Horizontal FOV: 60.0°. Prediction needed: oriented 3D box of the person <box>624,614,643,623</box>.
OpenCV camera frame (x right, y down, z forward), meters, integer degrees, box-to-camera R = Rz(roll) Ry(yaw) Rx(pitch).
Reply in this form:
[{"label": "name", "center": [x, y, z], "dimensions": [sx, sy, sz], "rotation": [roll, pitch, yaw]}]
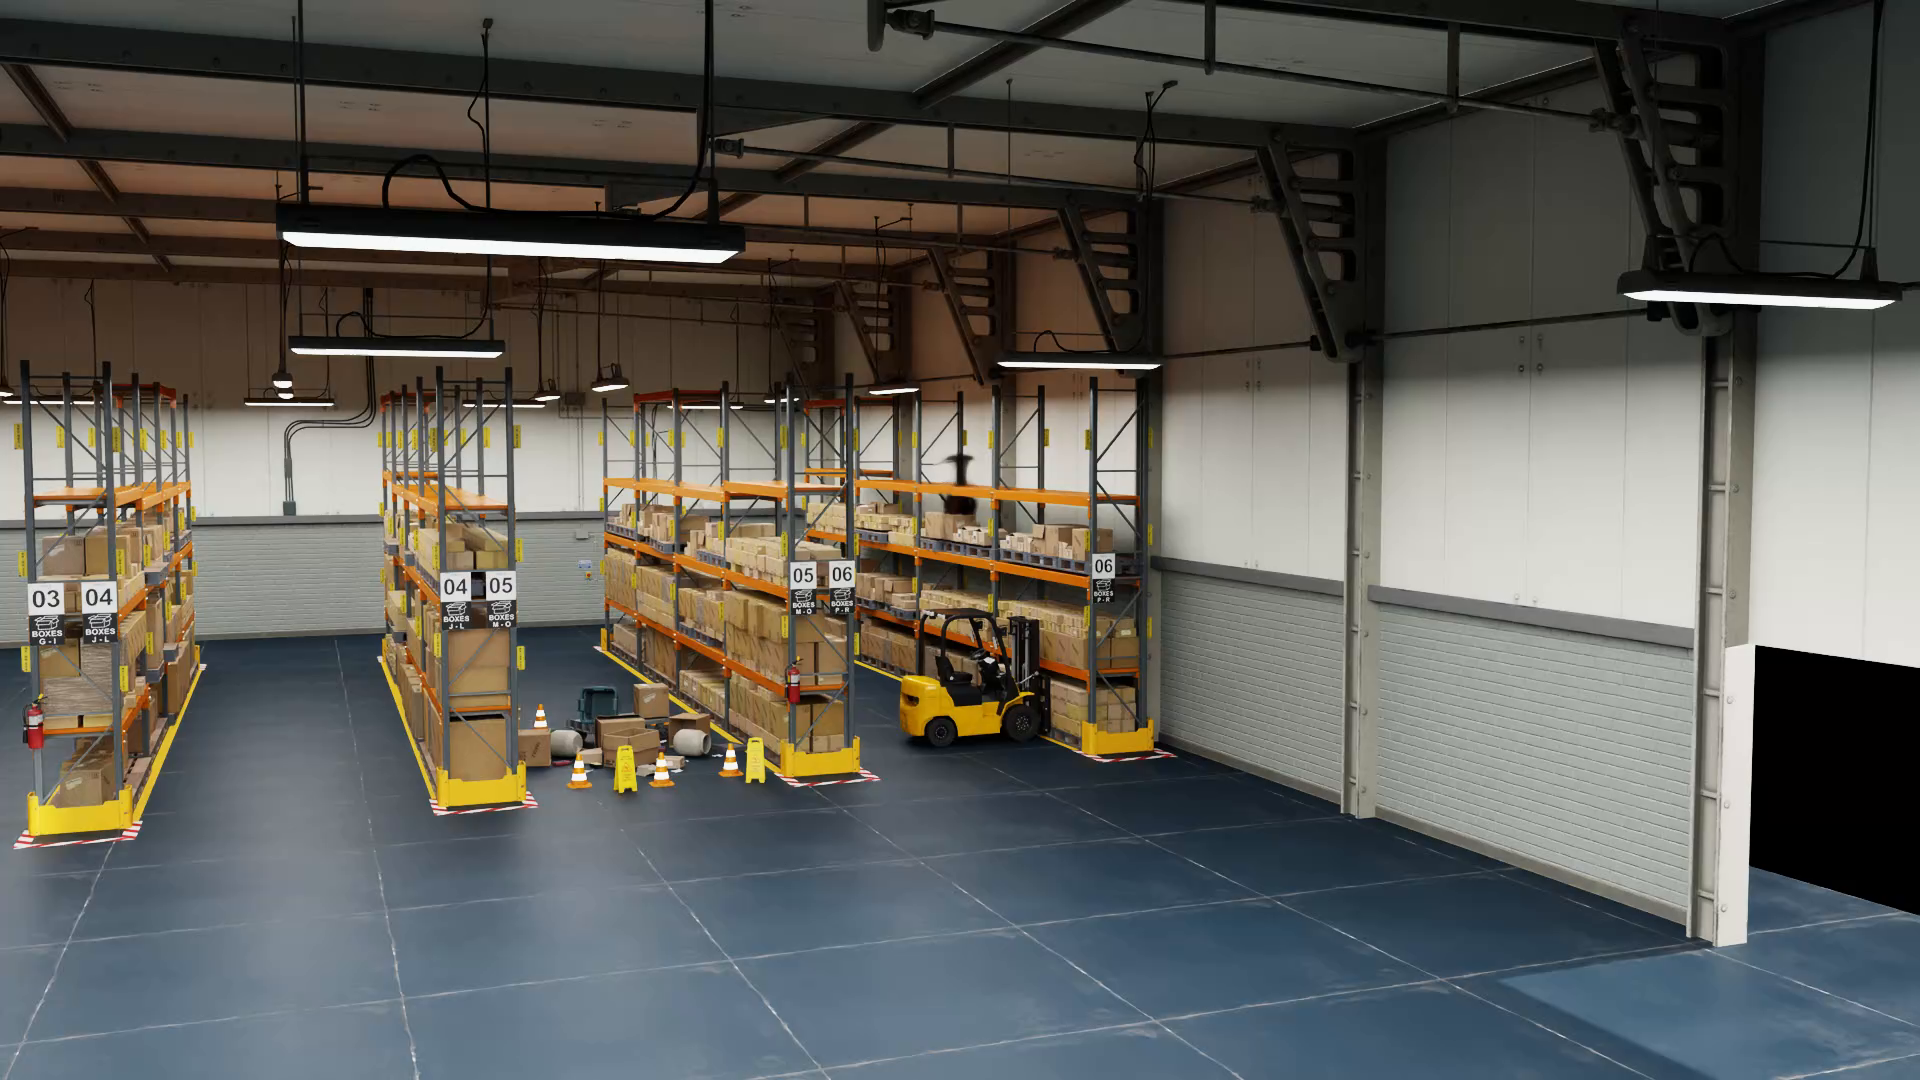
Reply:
[{"label": "person", "center": [-8.260, 1.626, 42.171], "dimensions": [1.056, 1.648, 0.626], "rotation": [-2, 4, -34]}]
